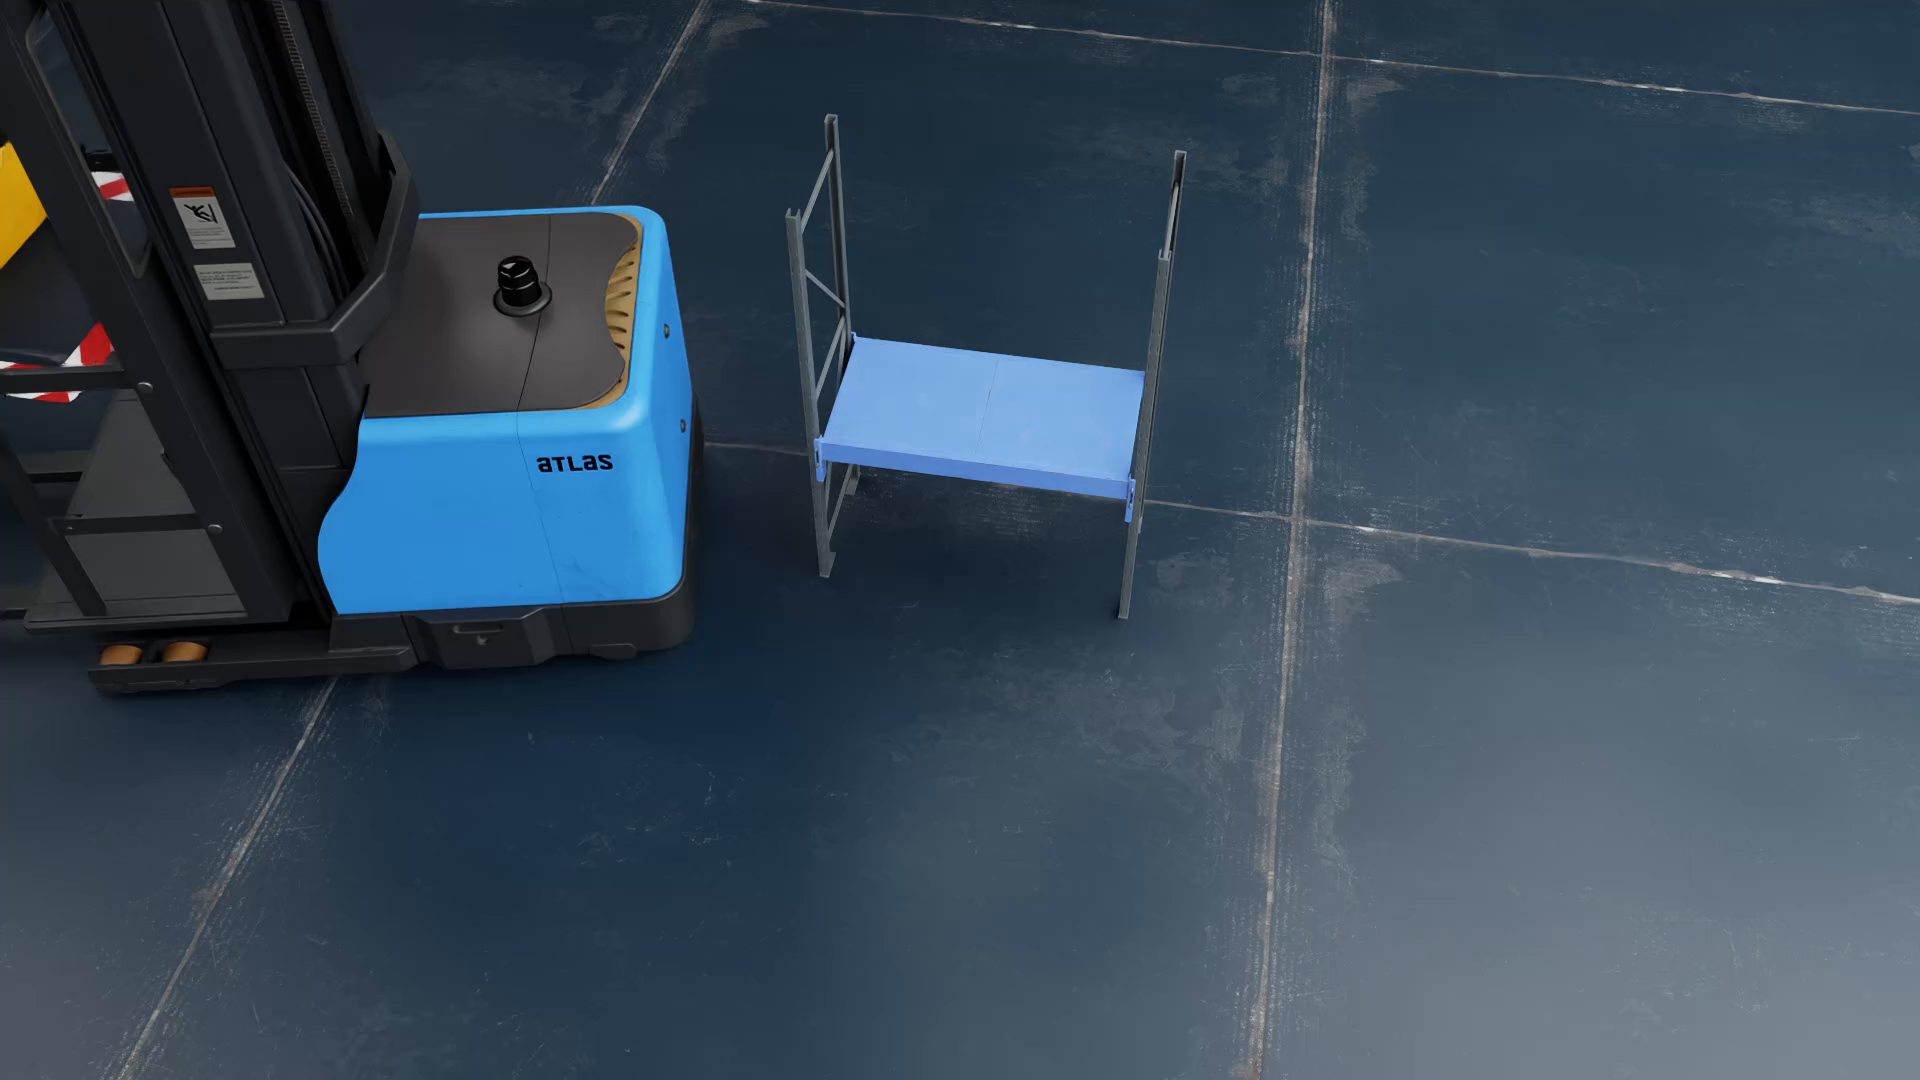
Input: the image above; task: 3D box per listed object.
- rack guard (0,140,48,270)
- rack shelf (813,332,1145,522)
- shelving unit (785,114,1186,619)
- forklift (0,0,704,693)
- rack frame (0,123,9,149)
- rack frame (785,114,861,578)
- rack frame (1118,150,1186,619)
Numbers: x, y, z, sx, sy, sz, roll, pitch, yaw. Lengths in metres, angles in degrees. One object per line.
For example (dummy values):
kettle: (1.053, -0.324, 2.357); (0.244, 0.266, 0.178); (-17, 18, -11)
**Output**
rack guard: (-4.043, -1.279, 6.563); (0.348, 0.500, 1.175); (8, 49, 7)
rack shelf: (0.084, -0.370, 5.316); (1.000, 0.185, 0.538); (8, 49, 7)
shelving unit: (0.084, -0.490, 5.182); (1.048, 1.500, 0.538); (8, 49, 7)
forklift: (-2.403, -0.900, 4.588); (3.031, 2.935, 1.130); (-3, 48, -2)
rack frame: (-3.968, -2.105, 5.624); (0.127, 3.000, 1.000); (8, 49, 7)
rack frame: (-0.416, -0.557, 5.242); (0.032, 1.500, 0.500); (8, 49, 7)
rack frame: (0.584, -0.423, 5.122); (0.032, 1.500, 0.500); (8, 49, 7)
